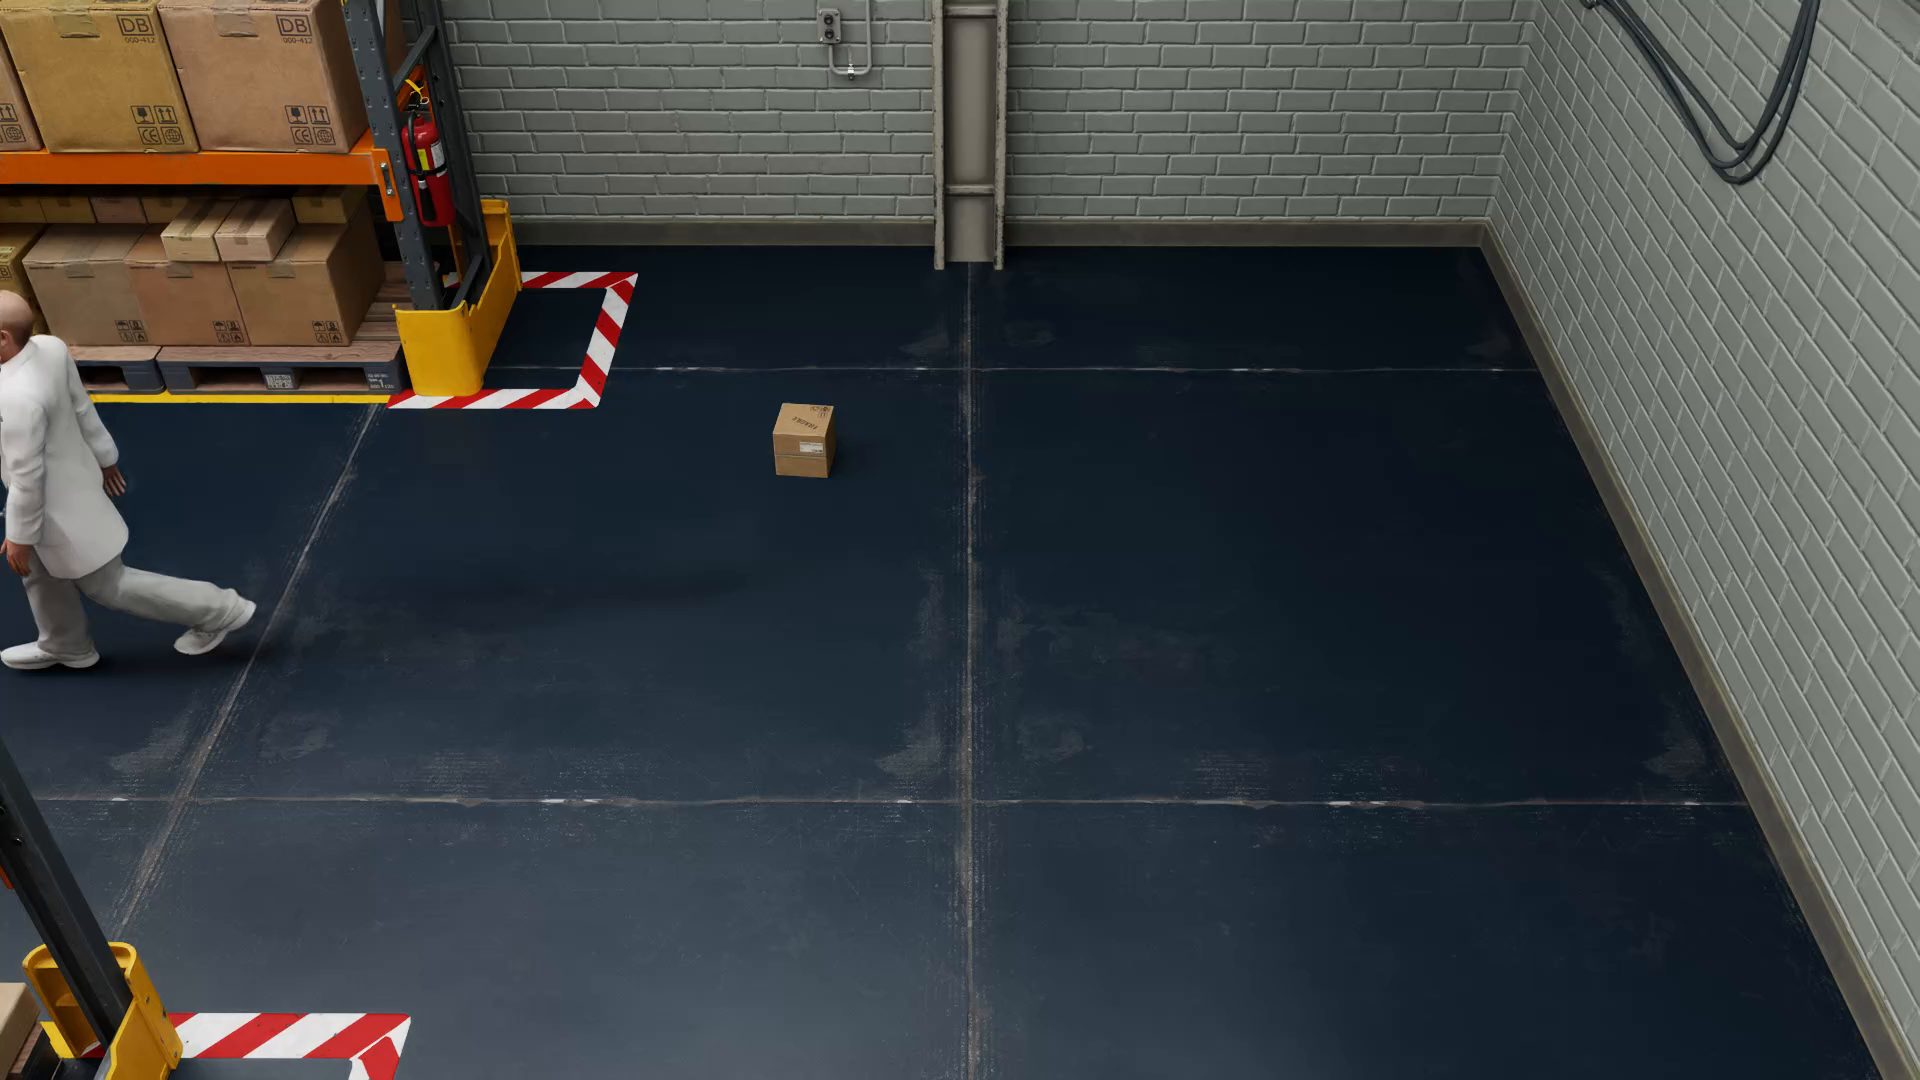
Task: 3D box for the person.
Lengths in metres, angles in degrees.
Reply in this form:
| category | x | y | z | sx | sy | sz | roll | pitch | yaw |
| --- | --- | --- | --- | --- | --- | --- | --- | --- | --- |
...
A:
| category | x | y | z | sx | sy | sz | roll | pitch | yaw |
| --- | --- | --- | --- | --- | --- | --- | --- | --- | --- |
| person | -3.416 | -0.167 | 6.368 | 1.043 | 1.741 | 0.614 | -11 | 40 | -13 |
